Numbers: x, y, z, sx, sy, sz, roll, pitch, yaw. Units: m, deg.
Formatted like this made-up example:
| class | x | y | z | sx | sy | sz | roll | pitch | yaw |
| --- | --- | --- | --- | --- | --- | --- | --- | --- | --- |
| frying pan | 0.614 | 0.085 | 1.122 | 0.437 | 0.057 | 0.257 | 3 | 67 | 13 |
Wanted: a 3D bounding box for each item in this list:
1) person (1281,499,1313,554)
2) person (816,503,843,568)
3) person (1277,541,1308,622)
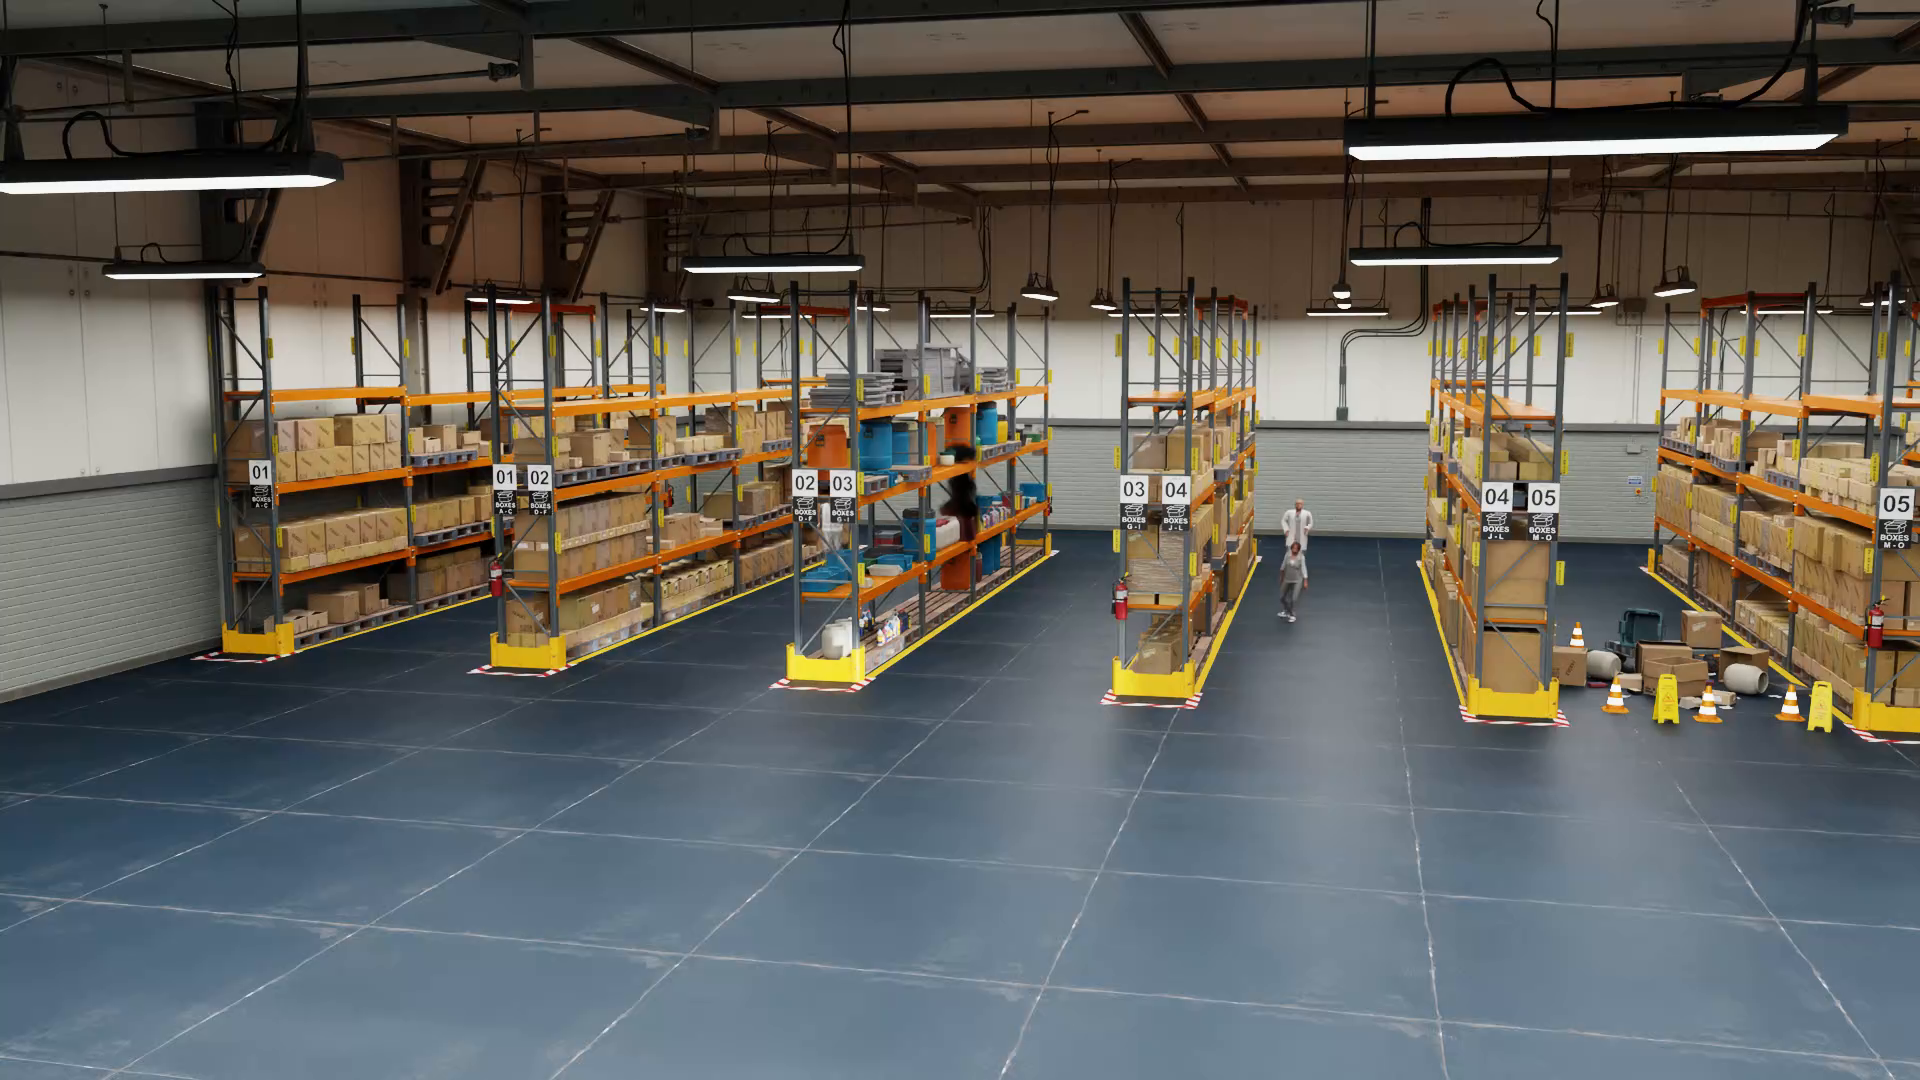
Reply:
| class | x | y | z | sx | sy | sz | roll | pitch | yaw |
| --- | --- | --- | --- | --- | --- | --- | --- | --- | --- |
| person | 7.337 | -0.028 | 36.185 | 0.673 | 1.738 | 0.663 | 1 | 7 | 9 |
| person | -2.679 | -0.129 | 34.634 | 0.667 | 1.851 | 0.699 | 0 | 7 | 1 |
| person | 6.104 | 0.751 | 30.475 | 0.678 | 1.511 | 0.588 | 4 | 8 | 31 |
